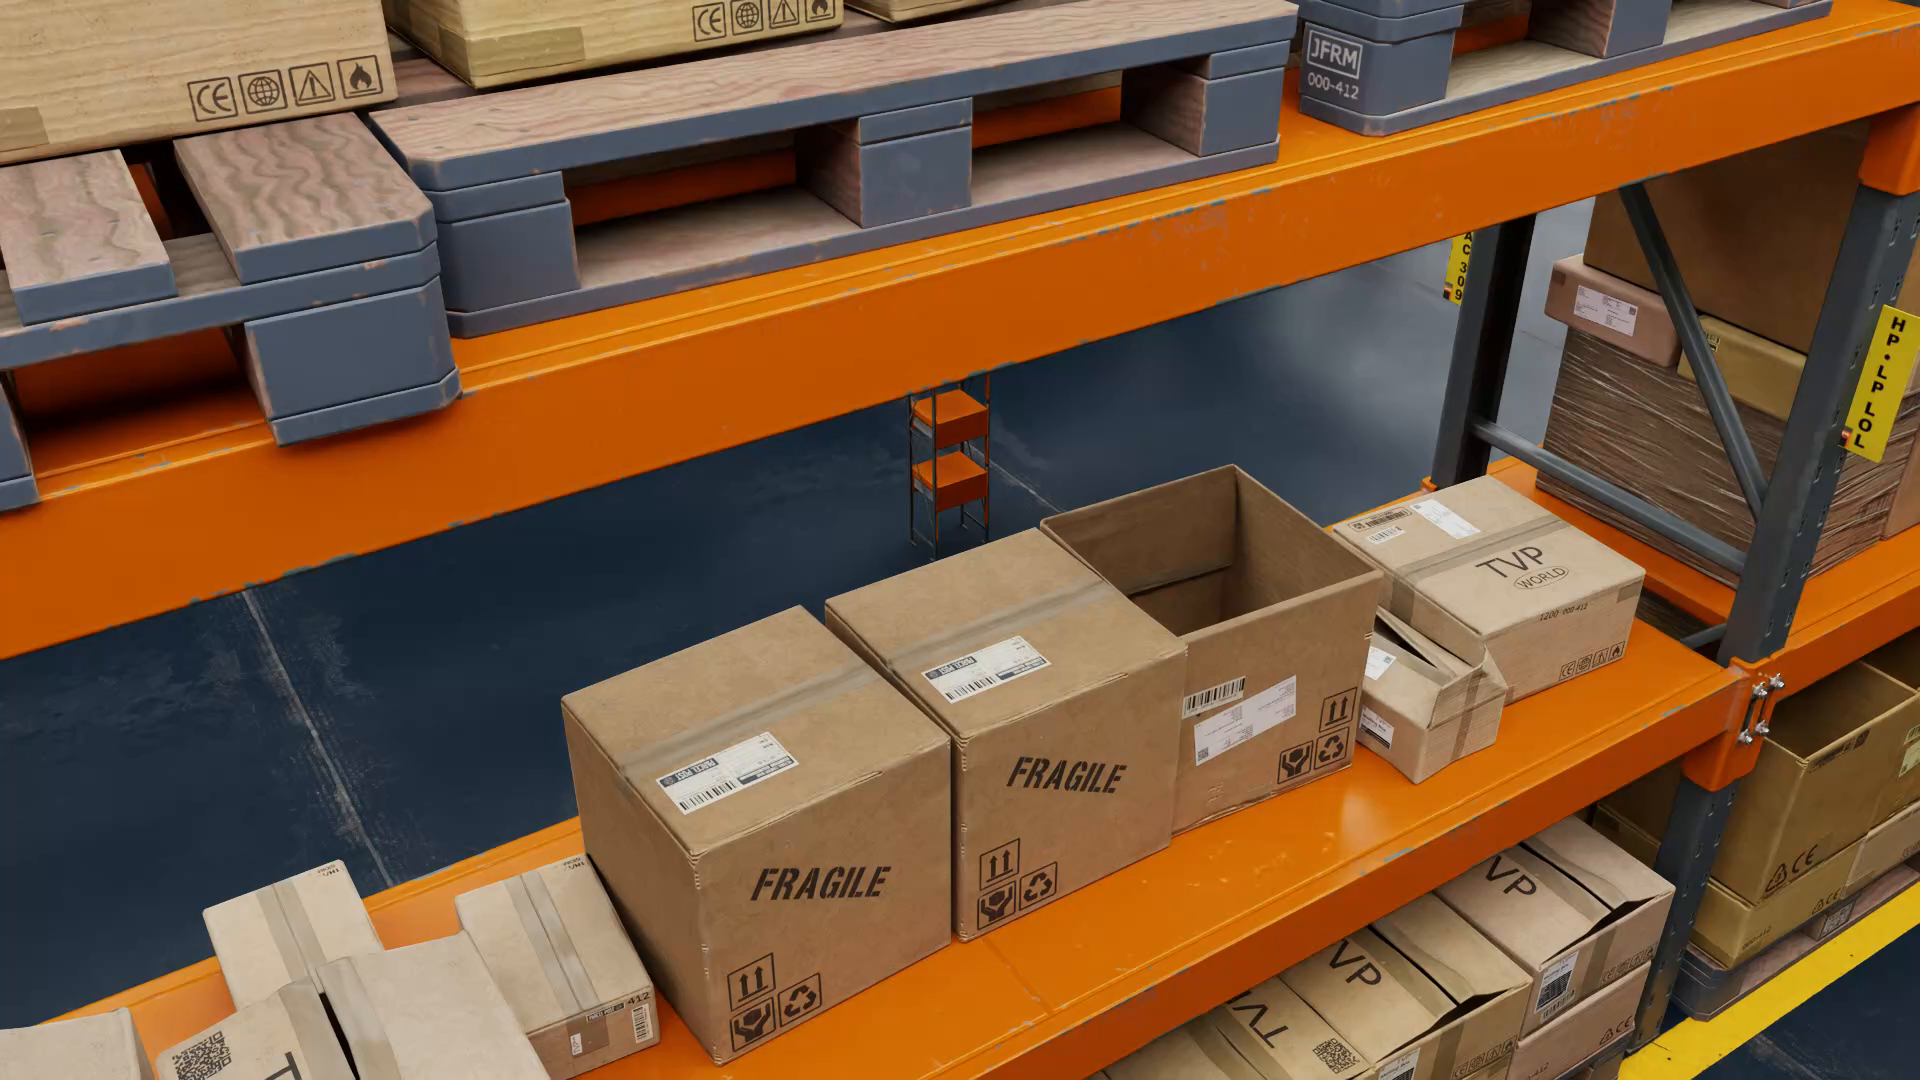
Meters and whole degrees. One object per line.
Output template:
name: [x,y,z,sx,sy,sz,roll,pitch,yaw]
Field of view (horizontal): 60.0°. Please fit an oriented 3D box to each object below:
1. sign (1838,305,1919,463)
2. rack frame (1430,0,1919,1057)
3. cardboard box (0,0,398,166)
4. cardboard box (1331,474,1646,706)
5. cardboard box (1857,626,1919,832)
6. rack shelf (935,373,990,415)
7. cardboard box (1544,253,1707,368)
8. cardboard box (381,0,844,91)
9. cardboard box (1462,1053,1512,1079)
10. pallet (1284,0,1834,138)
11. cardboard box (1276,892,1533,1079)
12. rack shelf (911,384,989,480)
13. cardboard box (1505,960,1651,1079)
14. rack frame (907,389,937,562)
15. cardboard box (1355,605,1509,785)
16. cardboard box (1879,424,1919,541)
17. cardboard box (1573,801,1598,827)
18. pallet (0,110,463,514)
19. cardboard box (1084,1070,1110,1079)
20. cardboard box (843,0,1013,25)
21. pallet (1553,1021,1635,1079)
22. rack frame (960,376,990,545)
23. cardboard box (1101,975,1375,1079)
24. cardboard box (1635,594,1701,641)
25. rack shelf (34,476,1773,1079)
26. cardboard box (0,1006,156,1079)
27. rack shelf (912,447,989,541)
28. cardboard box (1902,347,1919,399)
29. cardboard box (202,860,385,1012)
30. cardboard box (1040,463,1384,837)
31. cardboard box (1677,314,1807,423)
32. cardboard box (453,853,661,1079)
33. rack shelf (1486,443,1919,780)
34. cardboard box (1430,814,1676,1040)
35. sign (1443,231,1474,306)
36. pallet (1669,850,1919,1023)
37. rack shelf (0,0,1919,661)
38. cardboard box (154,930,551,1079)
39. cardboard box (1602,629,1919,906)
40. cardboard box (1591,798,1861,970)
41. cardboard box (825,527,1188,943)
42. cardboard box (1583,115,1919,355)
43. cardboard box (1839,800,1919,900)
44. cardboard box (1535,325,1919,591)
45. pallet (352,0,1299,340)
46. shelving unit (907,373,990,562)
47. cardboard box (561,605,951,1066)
sign: [1.902,-0.321,3.436,0.005,0.325,0.100,-19,37,-27]
rack frame: [1.599,-0.105,4.106,0.127,3.000,1.000,-19,37,-27]
cardboard box: [-0.981,-0.648,1.901,0.500,0.250,0.500,-18,36,-26]
cardboard box: [1.209,0.120,3.889,0.500,0.250,0.500,-17,36,-24]
cardboard box: [2.575,0.421,4.752,0.500,0.500,0.500,-19,37,-27]
rack shelf: [-0.045,-0.660,6.300,0.240,0.259,0.215,-19,37,-27]
cardboard box: [1.712,-0.597,4.183,0.250,0.149,0.380,-19,37,-27]
cardboard box: [-0.494,-0.808,2.155,0.500,0.250,0.500,-20,37,-28]
cardboard box: [0.982,1.275,4.100,0.500,0.250,0.500,-20,37,-28]
pallet: [0.865,-1.032,2.943,1.217,0.209,0.805,-21,38,-29]
cardboard box: [0.980,1.042,3.945,0.500,0.311,0.500,-18,36,-26]
rack shelf: [-0.045,-0.420,6.451,0.240,0.259,0.215,-19,37,-27]
cardboard box: [1.408,1.130,4.331,0.500,0.250,0.500,-19,37,-28]
rack frame: [-0.148,-0.393,6.390,0.008,1.050,0.200,-19,37,-27]
cardboard box: [0.960,0.288,3.608,0.258,0.266,0.396,-20,37,-28]
cardboard box: [2.409,-0.434,4.533,0.500,0.500,0.700,-19,37,-28]
cardboard box: [1.871,0.648,5.095,0.500,0.250,0.500,-19,37,-27]
pallet: [-1.241,-0.374,1.897,1.003,0.211,1.213,-17,36,-25]
cardboard box: [0.135,1.328,3.491,0.500,0.311,0.500,-19,37,-28]
cardboard box: [-0.041,-0.963,2.401,0.500,0.250,0.500,-22,39,-31]
pallet: [1.001,1.304,4.484,1.213,0.211,1.003,-19,37,-27]
rack frame: [0.058,-0.464,6.501,0.008,1.050,0.200,-19,37,-27]
cardboard box: [0.560,1.185,3.718,0.500,0.311,0.500,-19,37,-27]
cardboard box: [2.297,0.191,5.116,0.500,0.500,0.500,-19,37,-27]
rack shelf: [-0.082,0.777,3.381,4.000,0.370,1.077,-19,37,-27]
cardboard box: [-1.433,1.003,2.432,0.500,0.311,0.500,-17,36,-24]
rack shelf: [-0.045,-0.185,6.599,0.240,0.259,0.215,-19,37,-27]
cardboard box: [2.141,-0.485,4.006,0.250,0.149,0.380,-18,37,-27]
cardboard box: [-1.156,0.773,2.948,0.250,0.149,0.380,-19,37,-27]
cardboard box: [0.502,0.219,3.497,0.500,0.500,0.500,-16,36,-24]
cardboard box: [1.930,-0.413,3.891,0.250,0.149,0.380,-19,37,-27]
cardboard box: [-0.721,0.763,2.964,0.250,0.149,0.380,-16,36,-24]
rack shelf: [3.280,-0.379,5.214,4.000,0.370,1.077,-19,37,-27]
cardboard box: [1.414,0.888,4.188,0.500,0.311,0.500,-19,37,-27]
sign: [1.297,-0.753,4.247,0.005,0.325,0.100,-19,37,-27]
pallet: [2.290,0.863,5.184,1.213,0.211,1.003,-19,37,-27]
rack shelf: [-0.082,-0.492,2.581,4.000,0.370,1.077,-19,37,-27]
cardboard box: [-0.906,0.917,2.568,0.500,0.311,0.500,-19,37,-28]
cardboard box: [2.159,0.569,4.517,0.500,0.500,0.500,-19,37,-27]
cardboard box: [2.153,0.882,4.724,0.500,0.250,0.500,-19,37,-27]
cardboard box: [0.081,0.364,3.268,0.500,0.500,0.500,-19,37,-27]
cardboard box: [1.969,-0.827,3.941,0.500,0.500,0.700,-19,37,-27]
cardboard box: [2.576,0.740,4.950,0.500,0.250,0.500,-19,37,-27]
cardboard box: [1.969,-0.279,4.287,0.500,0.500,0.700,-20,37,-28]
pallet: [-0.302,-0.699,2.412,1.213,0.211,1.003,-17,36,-25]
shelving unit: [-0.045,-0.429,6.445,0.252,1.050,0.215,-19,37,-27]
cardboard box: [-0.361,0.516,3.026,0.500,0.500,0.500,-21,38,-30]
